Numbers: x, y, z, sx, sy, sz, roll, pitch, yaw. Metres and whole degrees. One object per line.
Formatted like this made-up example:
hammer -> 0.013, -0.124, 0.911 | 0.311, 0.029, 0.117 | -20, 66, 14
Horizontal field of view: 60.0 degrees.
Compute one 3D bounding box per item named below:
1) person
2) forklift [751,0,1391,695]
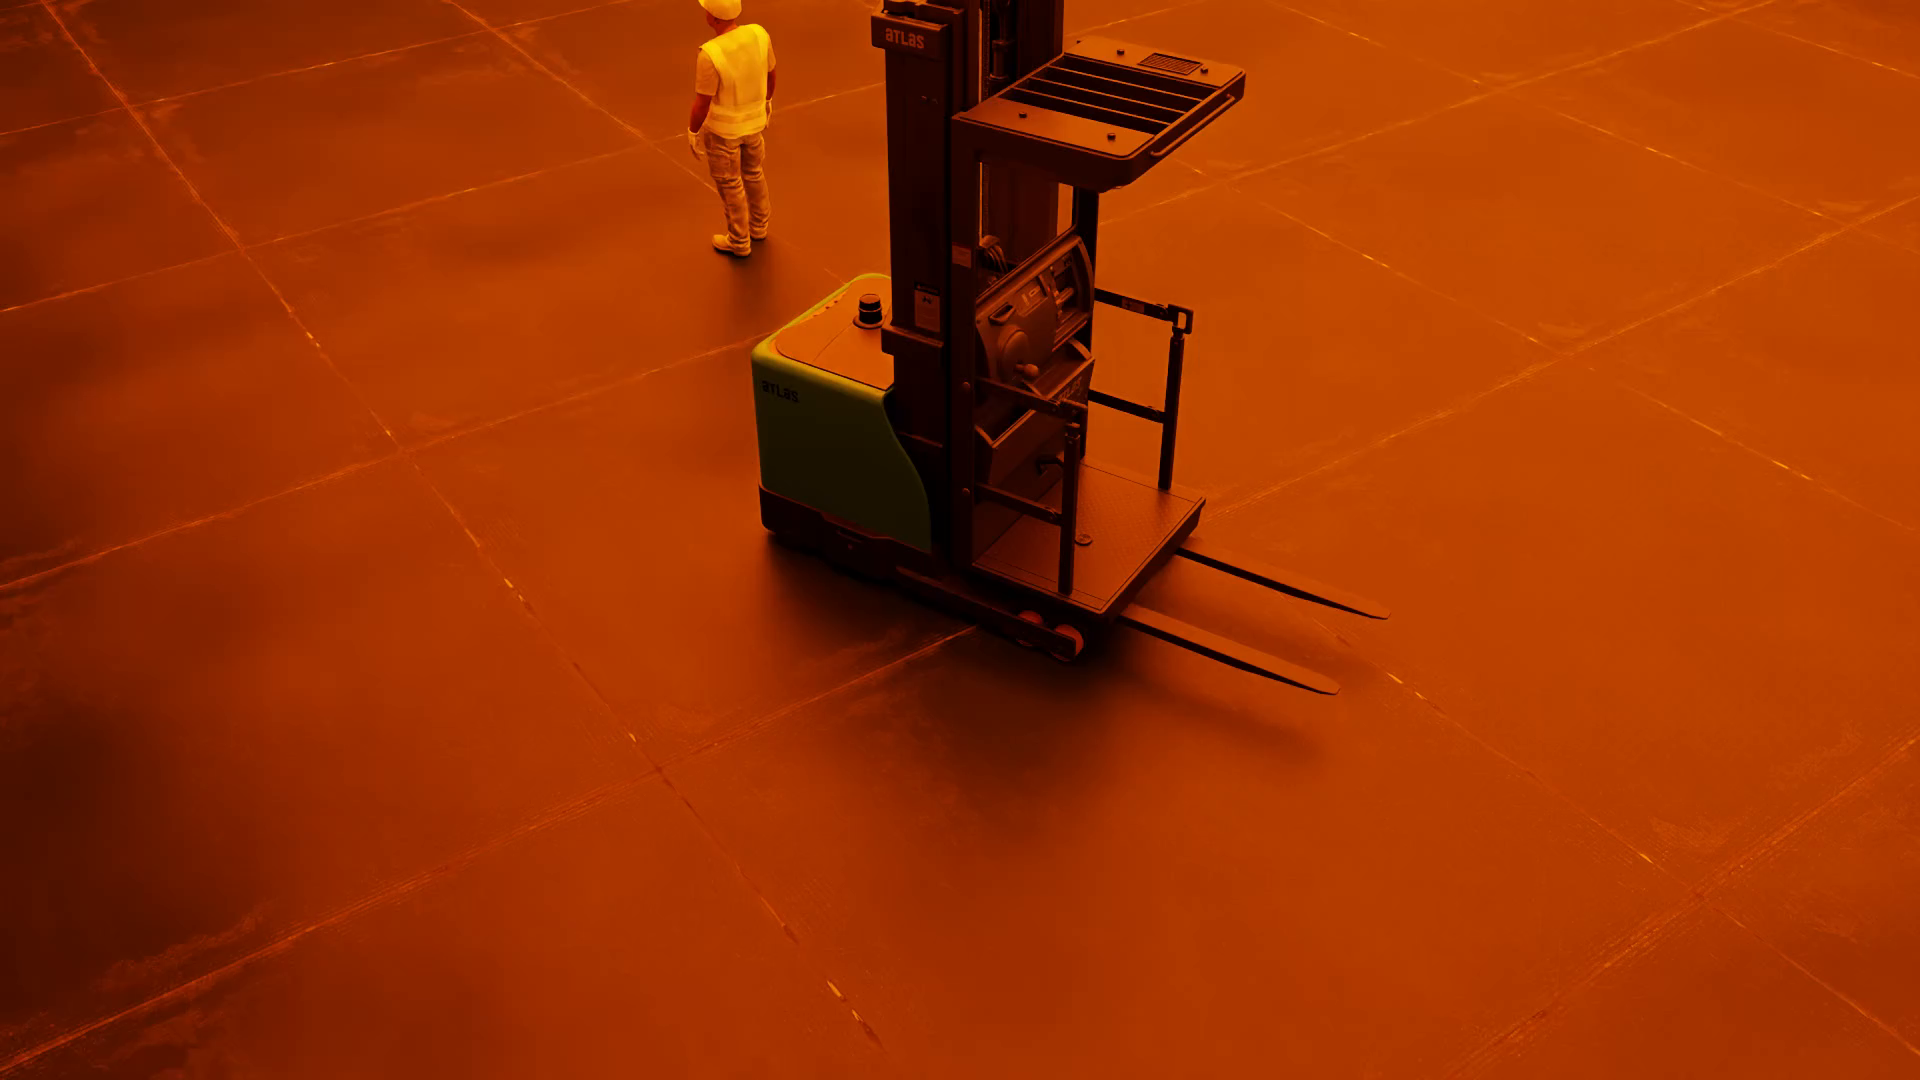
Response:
person -> -1.472, -2.645, 10.475 | 0.577, 1.783, 0.657 | 30, 46, 34
forklift -> 0.514, -0.985, 7.276 | 3.031, 2.935, 1.130 | 21, 41, 26
